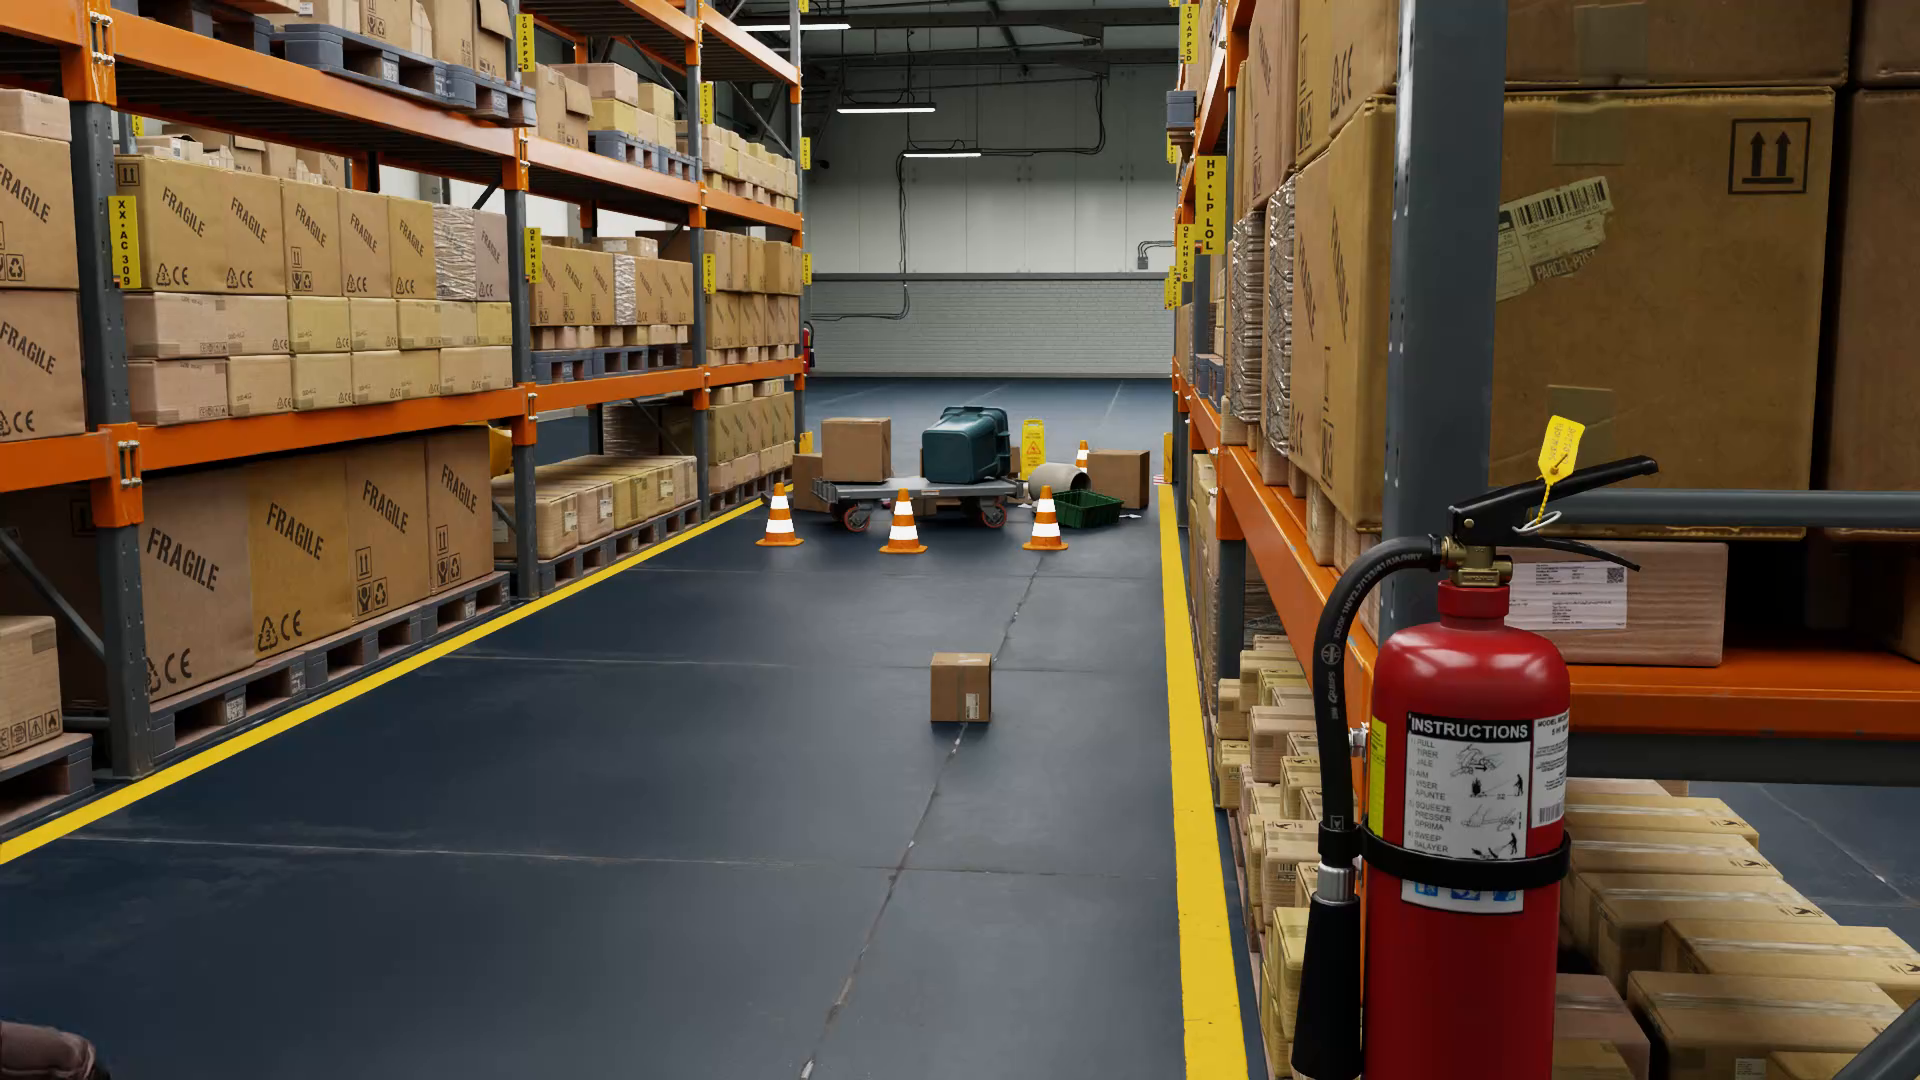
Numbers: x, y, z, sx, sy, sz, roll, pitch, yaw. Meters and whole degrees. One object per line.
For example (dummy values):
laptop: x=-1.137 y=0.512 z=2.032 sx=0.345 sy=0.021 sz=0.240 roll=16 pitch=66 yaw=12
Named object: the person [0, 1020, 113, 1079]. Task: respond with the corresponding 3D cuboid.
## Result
person: x=-1.955 y=0.469 z=2.823 sx=0.557 sy=1.694 sz=0.892 roll=4 pitch=9 yaw=29
